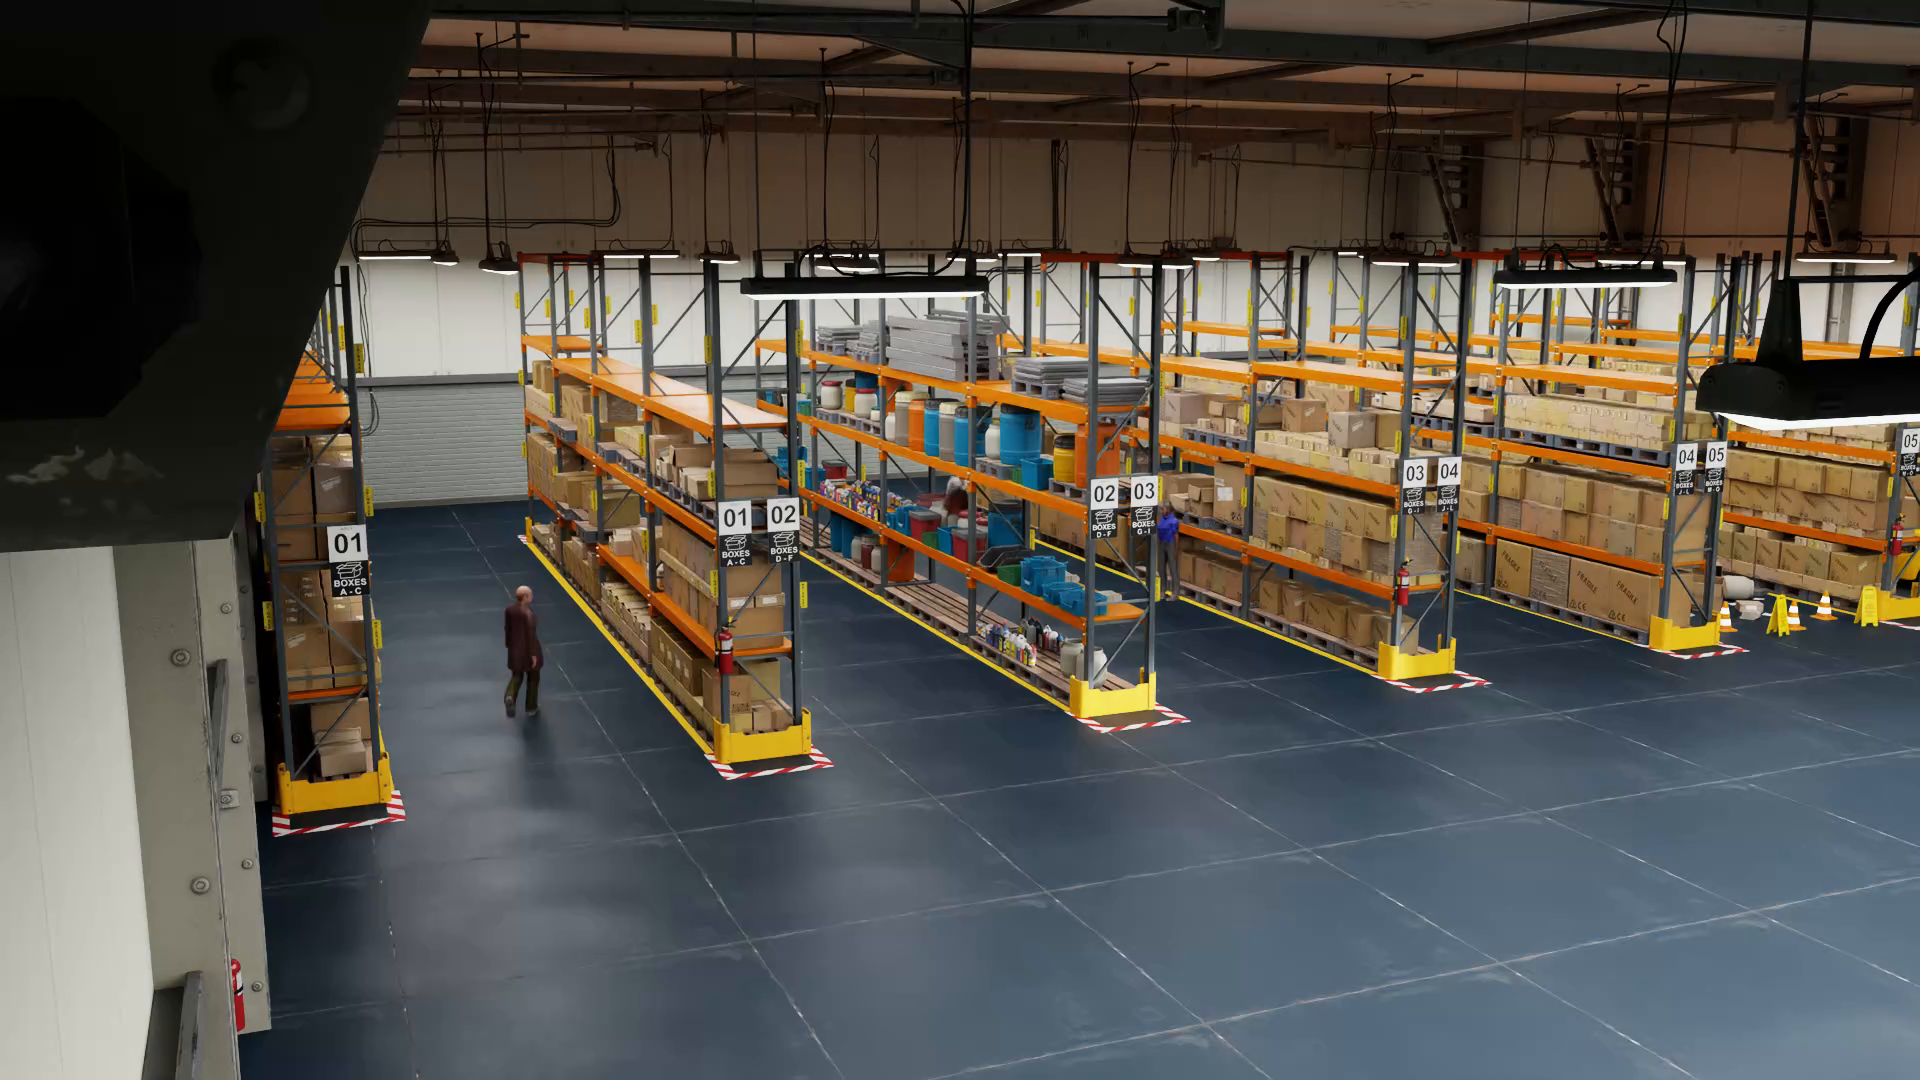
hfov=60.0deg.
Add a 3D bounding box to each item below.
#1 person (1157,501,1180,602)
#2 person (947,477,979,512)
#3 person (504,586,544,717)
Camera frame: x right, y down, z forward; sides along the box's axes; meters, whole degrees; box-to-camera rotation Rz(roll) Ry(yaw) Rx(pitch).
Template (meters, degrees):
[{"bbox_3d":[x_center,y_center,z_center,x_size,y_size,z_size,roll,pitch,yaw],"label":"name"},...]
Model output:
[{"bbox_3d":[3.479,0.181,27.841,0.442,1.655,0.371,8,13,39],"label":"person"},{"bbox_3d":[0.076,-0.641,33.686,0.602,1.735,1.084,-5,11,-24],"label":"person"},{"bbox_3d":[-5.813,1.478,21.973,0.554,1.768,0.726,3,11,16],"label":"person"}]
